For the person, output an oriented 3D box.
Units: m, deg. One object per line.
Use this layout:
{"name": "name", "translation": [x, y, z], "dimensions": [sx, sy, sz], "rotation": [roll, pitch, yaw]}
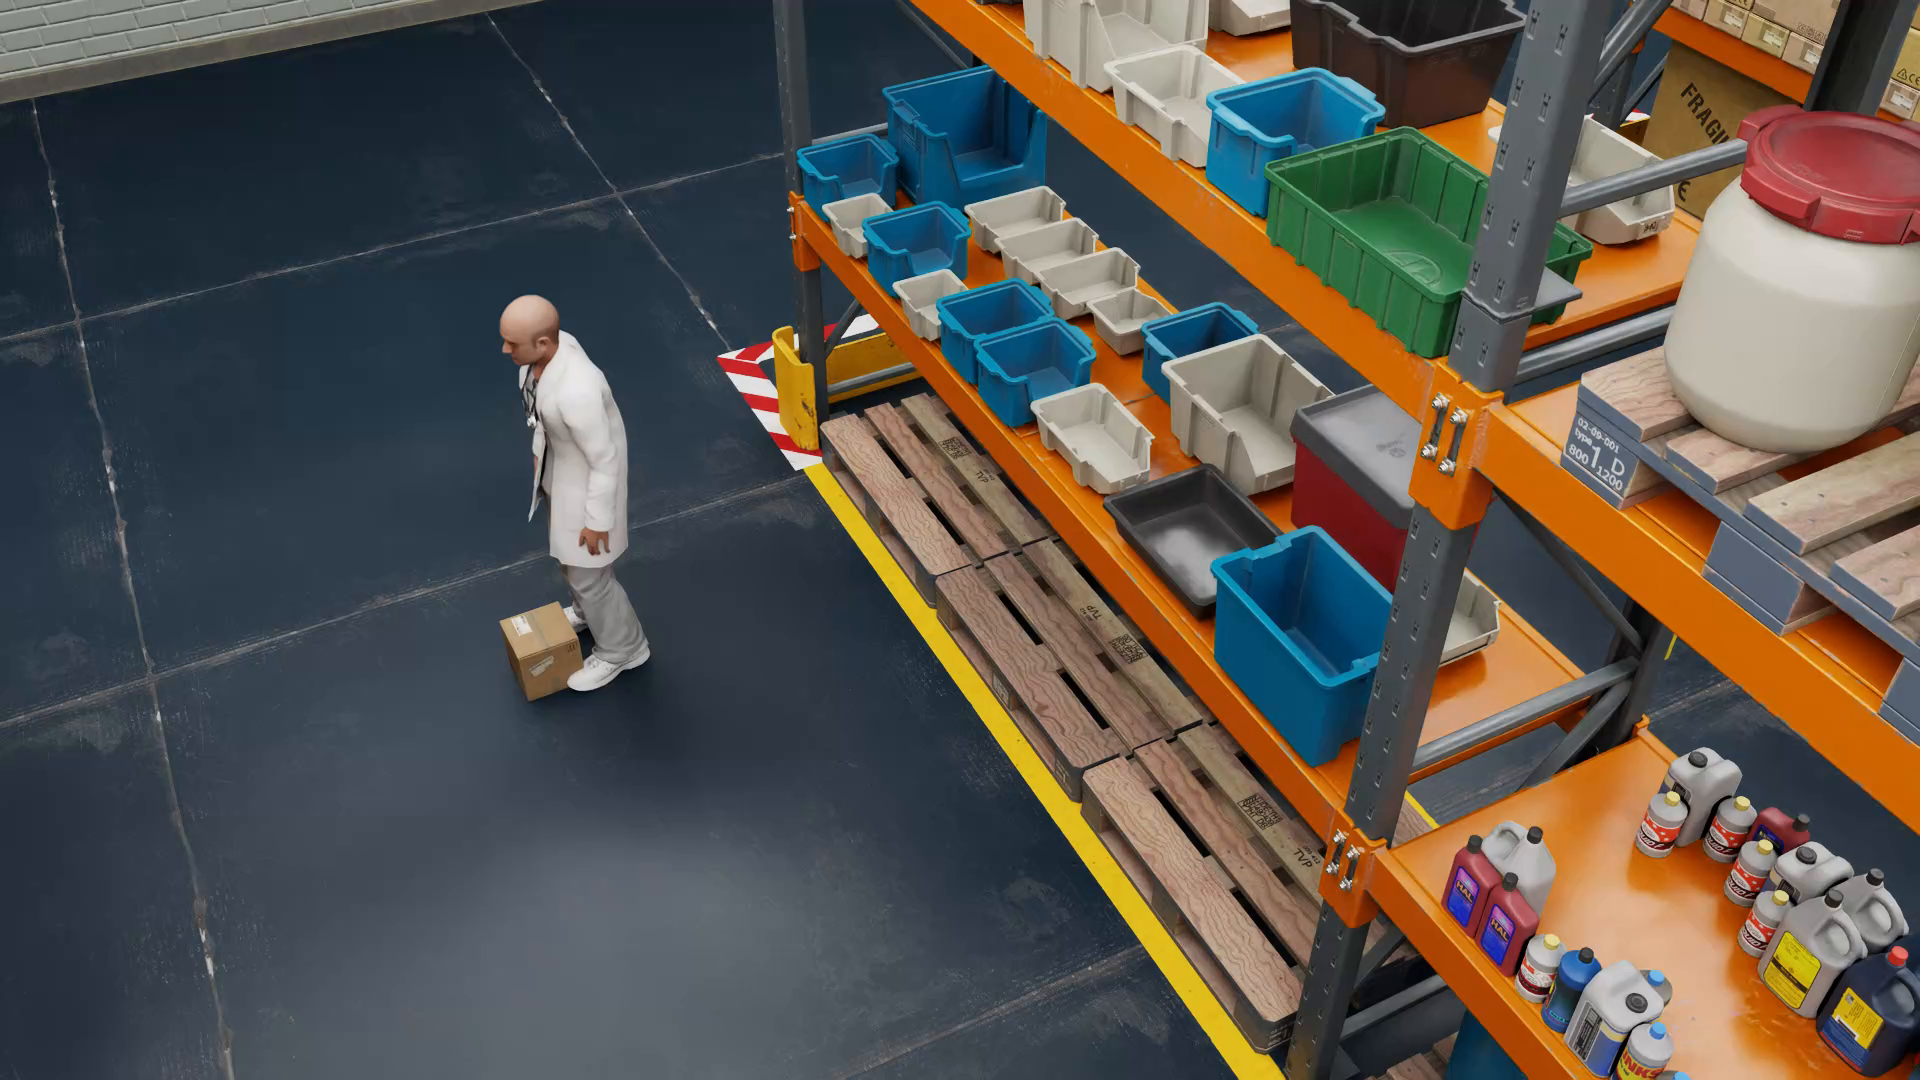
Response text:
{"name": "person", "translation": [-1.484, -0.197, 6.400], "dimensions": [0.429, 1.772, 0.644], "rotation": [-21, 45, -23]}
